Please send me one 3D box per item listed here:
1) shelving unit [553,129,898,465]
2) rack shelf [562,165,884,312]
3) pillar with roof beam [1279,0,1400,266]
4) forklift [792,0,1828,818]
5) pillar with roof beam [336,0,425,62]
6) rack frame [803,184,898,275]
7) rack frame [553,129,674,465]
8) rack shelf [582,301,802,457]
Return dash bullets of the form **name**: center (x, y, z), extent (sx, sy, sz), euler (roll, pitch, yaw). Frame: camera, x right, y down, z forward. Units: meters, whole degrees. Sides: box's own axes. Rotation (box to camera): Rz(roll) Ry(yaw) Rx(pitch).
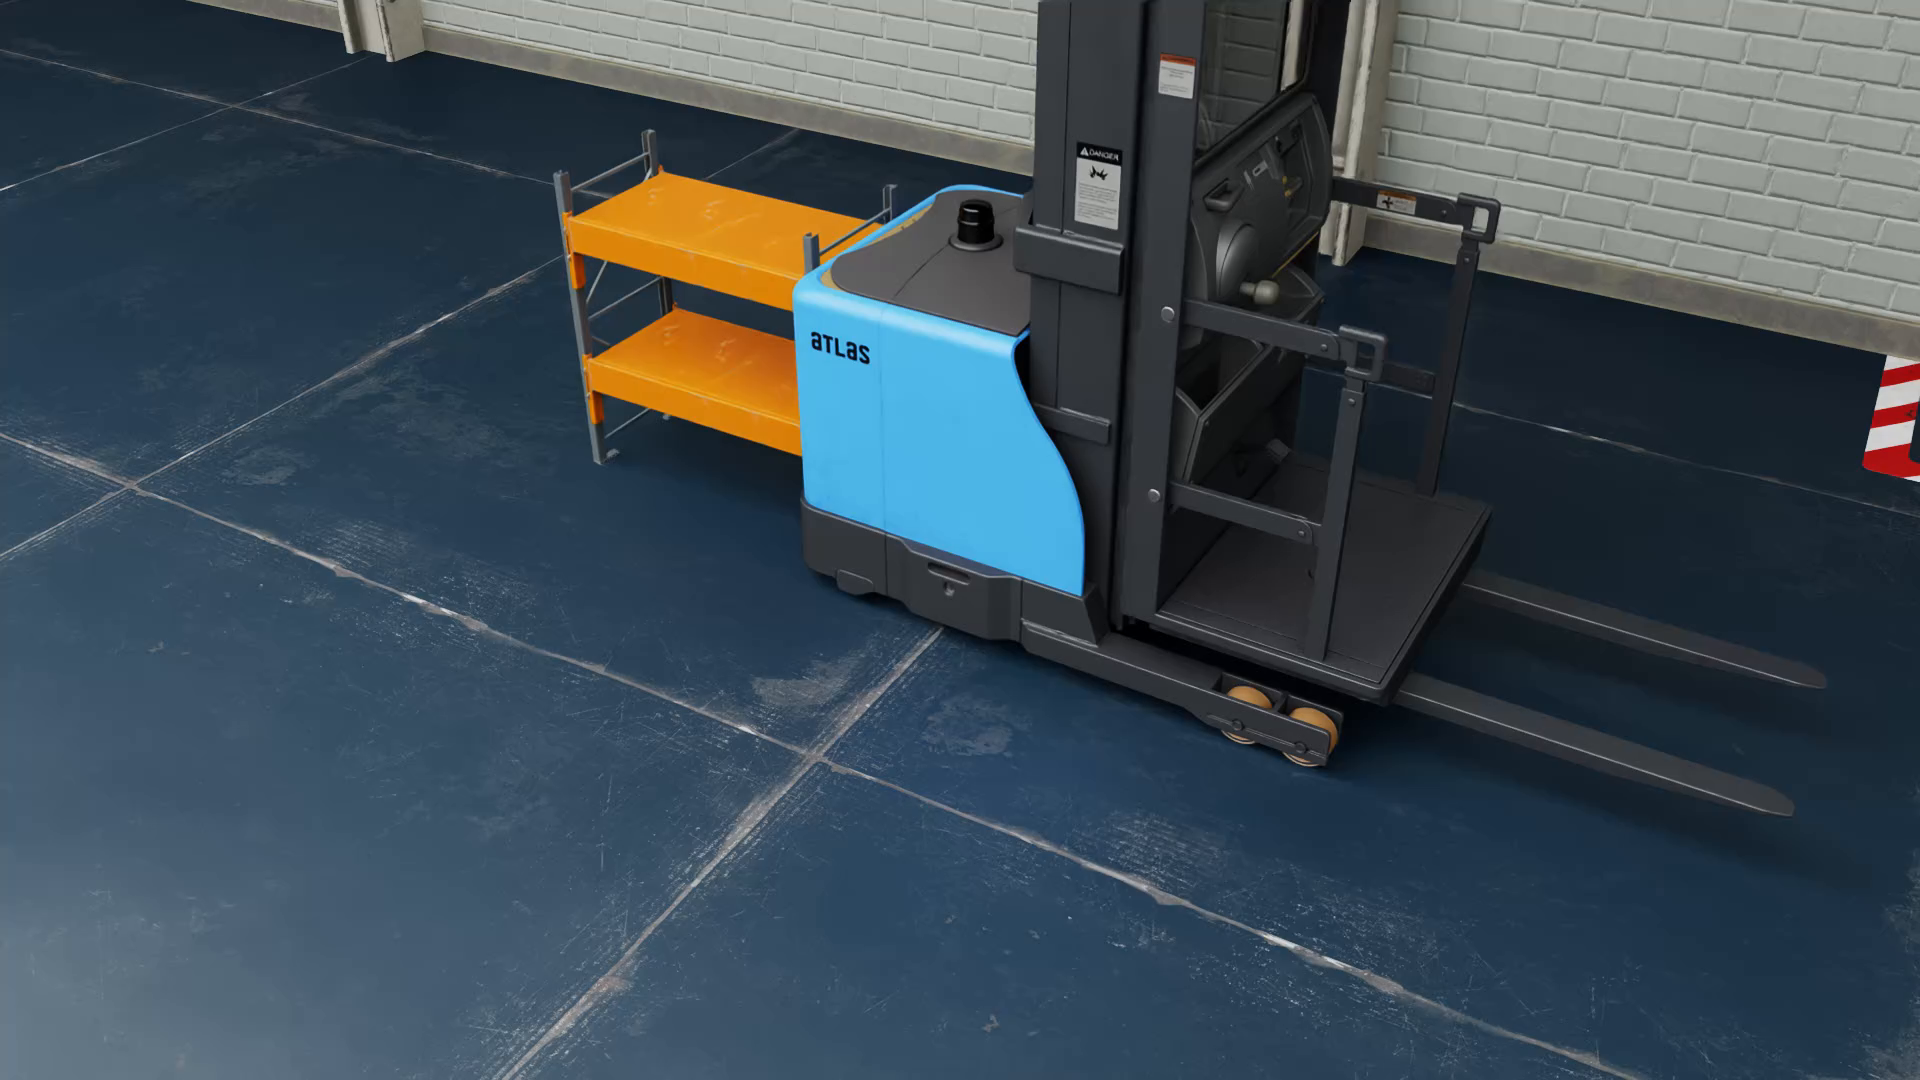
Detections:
- **shelving unit**: center (-0.783, -0.726, 5.826), extent (1.048, 1.125, 0.538), euler (18, 38, 25)
- **rack shelf**: center (-0.783, -0.970, 5.664), extent (1.000, 0.278, 0.538), euler (18, 38, 25)
- **pillar with roof beam**: center (-0.472, -3.058, 2.224), extent (0.400, 9.000, 9.100), euler (18, 37, 24)
- **forklift**: center (1.010, -0.908, 4.469), extent (3.031, 2.935, 1.130), euler (18, 38, 25)
- **pillar with roof beam**: center (-5.681, -4.709, 4.702), extent (0.400, 9.000, 9.100), euler (18, 37, 24)
- **rack frame**: center (-0.345, -0.583, 5.610), extent (0.032, 1.125, 0.500), euler (18, 38, 25)
- **rack frame**: center (-1.220, -0.870, 6.041), extent (0.032, 1.125, 0.500), euler (18, 38, 25)
- **rack shelf**: center (-0.783, -0.523, 5.961), extent (1.000, 0.278, 0.538), euler (18, 38, 25)
